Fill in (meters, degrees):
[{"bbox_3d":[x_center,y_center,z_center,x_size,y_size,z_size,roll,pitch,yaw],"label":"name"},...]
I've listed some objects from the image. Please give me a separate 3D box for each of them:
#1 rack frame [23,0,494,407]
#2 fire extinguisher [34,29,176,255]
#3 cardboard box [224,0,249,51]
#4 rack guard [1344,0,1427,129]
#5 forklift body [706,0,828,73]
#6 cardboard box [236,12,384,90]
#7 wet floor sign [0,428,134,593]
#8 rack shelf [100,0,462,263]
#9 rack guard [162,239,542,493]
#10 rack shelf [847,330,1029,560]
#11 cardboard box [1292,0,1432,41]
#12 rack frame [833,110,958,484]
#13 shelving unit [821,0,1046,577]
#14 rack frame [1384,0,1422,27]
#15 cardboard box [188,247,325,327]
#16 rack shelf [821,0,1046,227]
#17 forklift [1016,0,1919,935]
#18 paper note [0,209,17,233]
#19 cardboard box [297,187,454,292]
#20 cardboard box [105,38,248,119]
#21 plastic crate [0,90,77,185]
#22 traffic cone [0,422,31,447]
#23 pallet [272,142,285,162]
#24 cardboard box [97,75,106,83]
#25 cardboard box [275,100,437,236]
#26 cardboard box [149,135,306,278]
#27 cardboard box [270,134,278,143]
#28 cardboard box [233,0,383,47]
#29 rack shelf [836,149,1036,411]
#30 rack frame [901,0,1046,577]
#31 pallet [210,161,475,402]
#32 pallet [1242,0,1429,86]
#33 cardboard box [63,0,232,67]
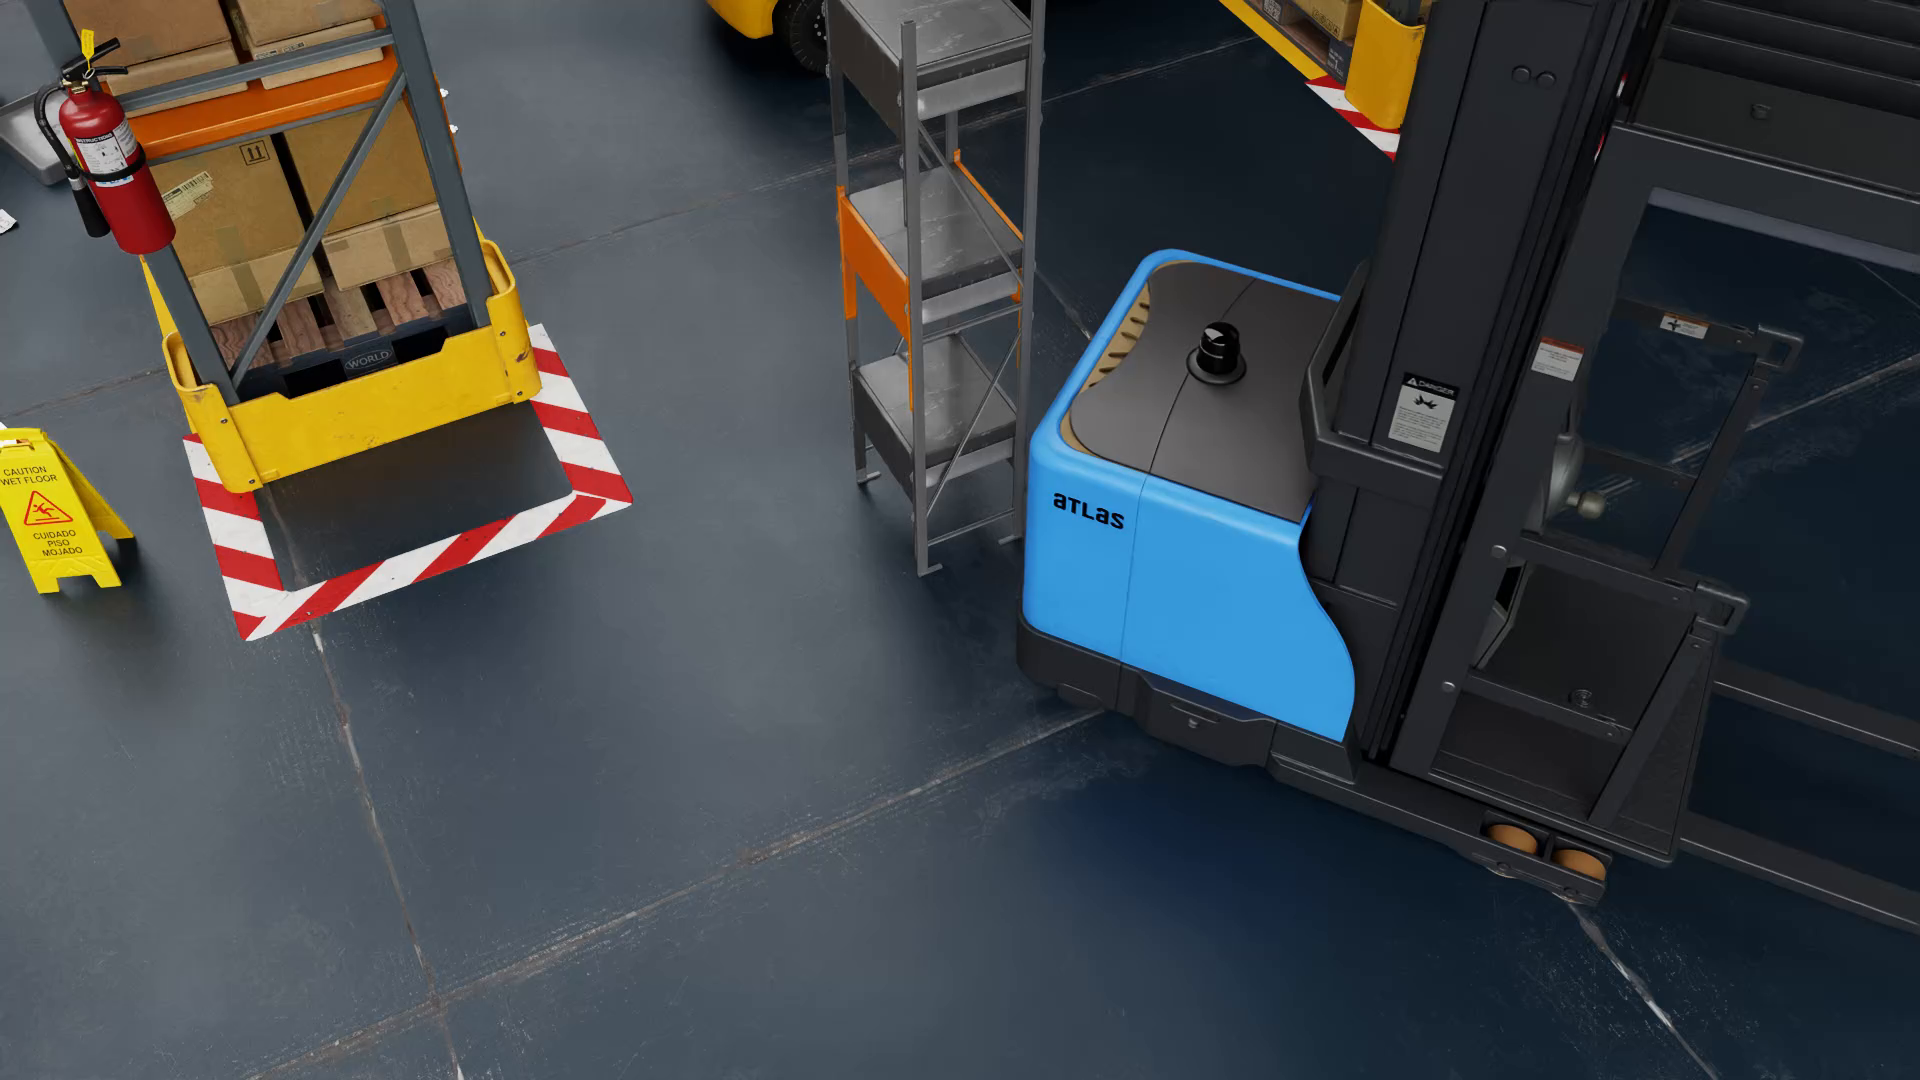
[{"bbox_3d":[-2.114,-1.401,4.983,1.000,3.000,0.127,-21,52,-18],"label":"rack frame"},{"bbox_3d":[-2.471,-1.140,4.806,0.296,0.674,0.183,-21,52,-18],"label":"fire extinguisher"},{"bbox_3d":[-2.214,-1.781,5.482,0.380,0.149,0.250,-20,52,-17],"label":"cardboard box"},{"bbox_3d":[2.309,-2.274,7.407,1.175,0.500,0.348,-21,52,-18],"label":"rack guard"},{"bbox_3d":[-0.192,-3.475,7.360,2.313,2.155,1.214,-21,52,-18],"label":"forklift body"},{"bbox_3d":[-2.085,-1.617,5.338,0.380,0.149,0.250,-21,52,-17],"label":"cardboard box"},{"bbox_3d":[-2.978,-0.130,5.435,0.267,0.644,0.232,-5,49,-5],"label":"wet floor sign"},{"bbox_3d":[-3.029,-2.503,6.424,1.077,0.370,4.000,-21,52,-18],"label":"rack shelf"},{"bbox_3d":[-2.149,-0.629,5.968,1.175,0.500,0.348,-21,52,-18],"label":"rack guard"},{"bbox_3d":[-0.076,-0.332,5.594,0.431,0.518,0.480,-21,52,-18],"label":"rack shelf"},{"bbox_3d":[1.802,-2.552,7.537,0.500,0.250,0.500,-21,52,-17],"label":"cardboard box"},{"bbox_3d":[-0.187,-0.965,5.199,0.400,2.100,0.015,-21,52,-18],"label":"rack frame"},{"bbox_3d":[-0.076,-0.802,5.057,0.431,2.100,0.503,-21,52,-18],"label":"shelving unit"},{"bbox_3d":[2.298,-3.113,6.480,1.000,3.000,0.127,-21,52,-18],"label":"rack frame"},{"bbox_3d":[-2.734,-1.098,6.266,0.500,0.250,0.500,-21,52,-18],"label":"cardboard box"},{"bbox_3d":[-0.076,-1.254,4.540,0.431,0.518,0.480,-21,52,-18],"label":"rack shelf"},{"bbox_3d":[1.736,-0.373,4.129,3.031,2.935,1.130,20,52,16],"label":"forklift"},{"bbox_3d":[-3.997,-1.311,6.877,0.148,0.019,0.142,35,57,27],"label":"paper note"},{"bbox_3d":[-2.237,-1.269,6.415,0.500,0.250,0.500,-22,52,-18],"label":"cardboard box"},{"bbox_3d":[-2.475,-1.495,5.232,0.380,0.149,0.250,-20,52,-16],"label":"cardboard box"},{"bbox_3d":[-3.955,-1.784,7.257,0.583,0.080,0.402,35,57,27],"label":"plastic crate"},{"bbox_3d":[-3.458,-0.409,5.801,0.336,0.463,0.334,-21,52,-18],"label":"traffic cone"},{"bbox_3d":[-3.043,-1.905,7.276,1.003,0.211,1.213,-21,52,-18],"label":"pallet"},{"bbox_3d":[-2.690,-1.626,5.346,0.380,0.149,0.250,-22,52,-18],"label":"cardboard box"},{"bbox_3d":[-2.249,-1.532,6.146,0.500,0.500,0.500,-23,53,-19],"label":"cardboard box"},{"bbox_3d":[-2.712,-1.327,5.968,0.500,0.500,0.500,-21,52,-17],"label":"cardboard box"},{"bbox_3d":[-2.725,-1.974,7.032,0.500,0.250,0.500,-18,51,-15],"label":"cardboard box"},{"bbox_3d":[-2.084,-1.944,5.194,0.500,0.500,0.500,-22,52,-18],"label":"cardboard box"},{"bbox_3d":[-0.076,-0.793,5.067,0.431,0.518,0.480,-21,52,-18],"label":"rack shelf"},{"bbox_3d":[0.036,-0.639,4.914,0.400,2.100,0.015,-21,52,-18],"label":"rack frame"},{"bbox_3d":[-2.489,-1.090,6.563,1.003,0.211,1.213,-21,52,-18],"label":"pallet"},{"bbox_3d":[1.911,-2.693,7.965,1.003,0.211,1.213,-21,52,-18],"label":"pallet"},{"bbox_3d":[-2.607,-1.800,5.068,0.500,0.500,0.500,-22,52,-18],"label":"cardboard box"}]
